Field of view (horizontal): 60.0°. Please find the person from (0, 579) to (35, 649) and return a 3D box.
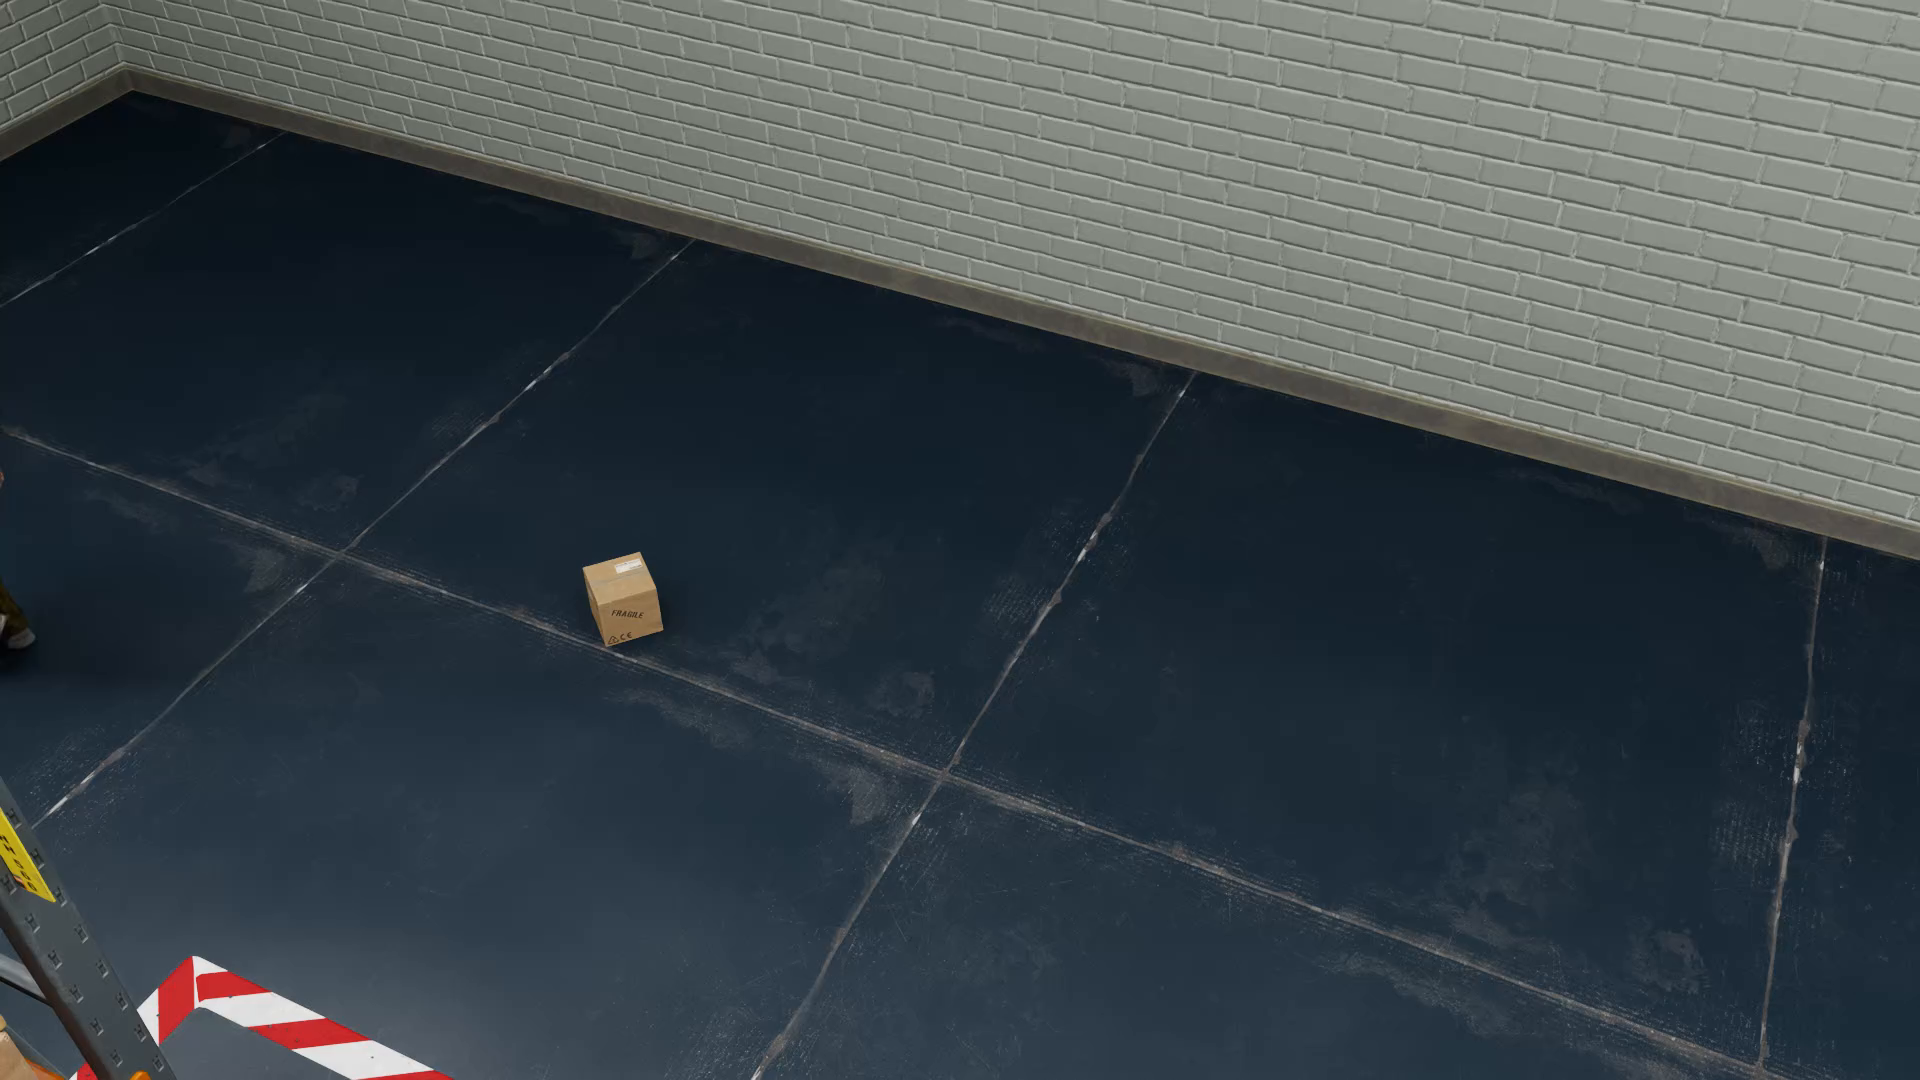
[{"bbox_3d":[-4.085,-0.218,6.390,0.490,1.790,0.592,2,41,2],"label":"person"}]
